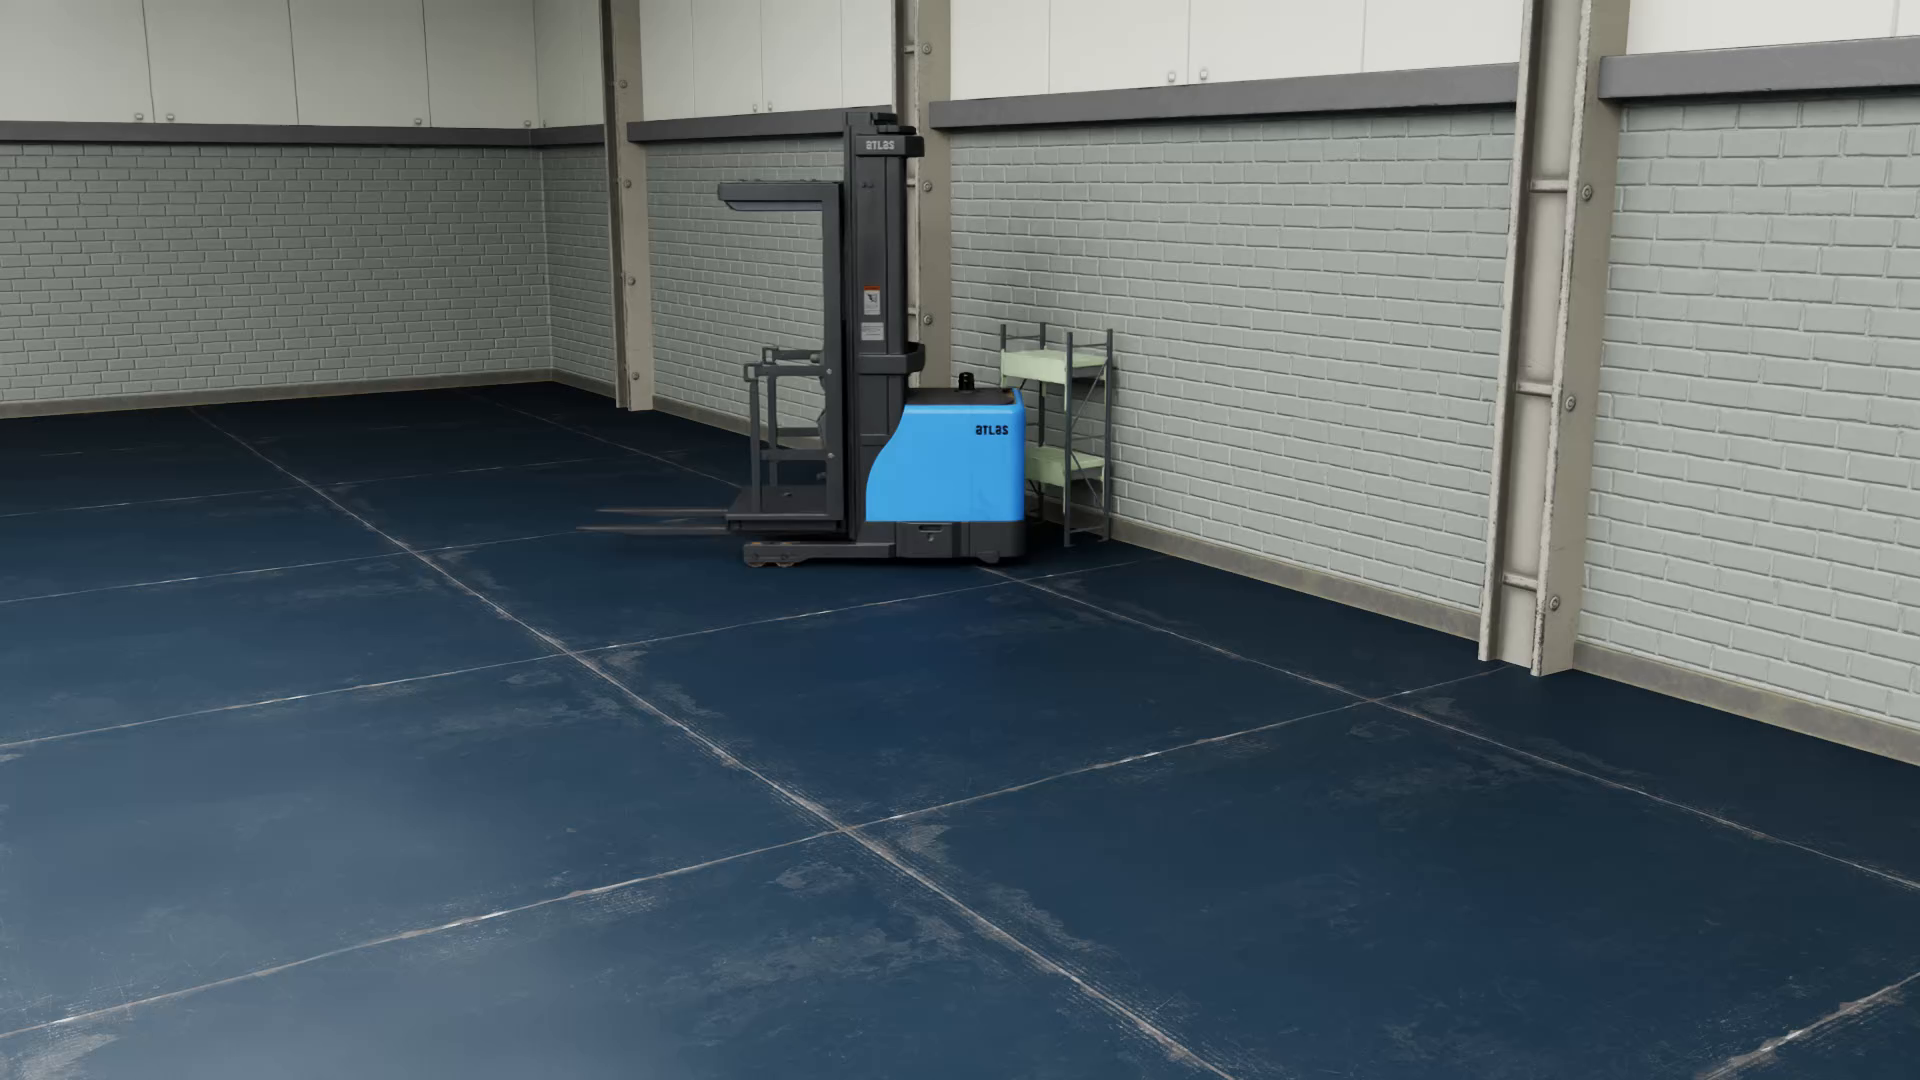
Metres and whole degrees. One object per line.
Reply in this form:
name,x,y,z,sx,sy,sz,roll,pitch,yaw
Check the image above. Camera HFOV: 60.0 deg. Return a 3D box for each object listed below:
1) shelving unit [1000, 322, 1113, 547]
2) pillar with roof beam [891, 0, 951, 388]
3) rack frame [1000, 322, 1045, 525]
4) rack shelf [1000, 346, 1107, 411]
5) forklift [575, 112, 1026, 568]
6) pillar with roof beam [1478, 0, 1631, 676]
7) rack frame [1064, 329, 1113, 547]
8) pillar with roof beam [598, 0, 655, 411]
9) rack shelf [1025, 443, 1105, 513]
shelving unit,0.675,-0.771,11.876,0.431,1.500,0.755,-9,15,-36
pillar with roof beam,-3.889,-4.298,10.453,9.100,9.000,0.400,-8,15,-33
rack frame,0.456,-0.834,12.163,0.400,1.500,0.023,-9,15,-36
rack shelf,0.675,-1.152,11.793,0.431,0.370,0.720,-9,15,-36
forklift,-1.073,-1.362,11.228,3.031,2.935,1.130,0,12,0
pillar with roof beam,-0.565,-3.231,5.573,9.100,9.000,0.400,-8,15,-33
rack frame,0.894,-0.708,11.590,0.400,1.500,0.023,-9,15,-36
pillar with roof beam,-7.213,-5.365,15.333,9.100,9.000,0.400,-8,15,-33
rack shelf,0.675,-0.452,11.946,0.431,0.370,0.720,-9,15,-36
